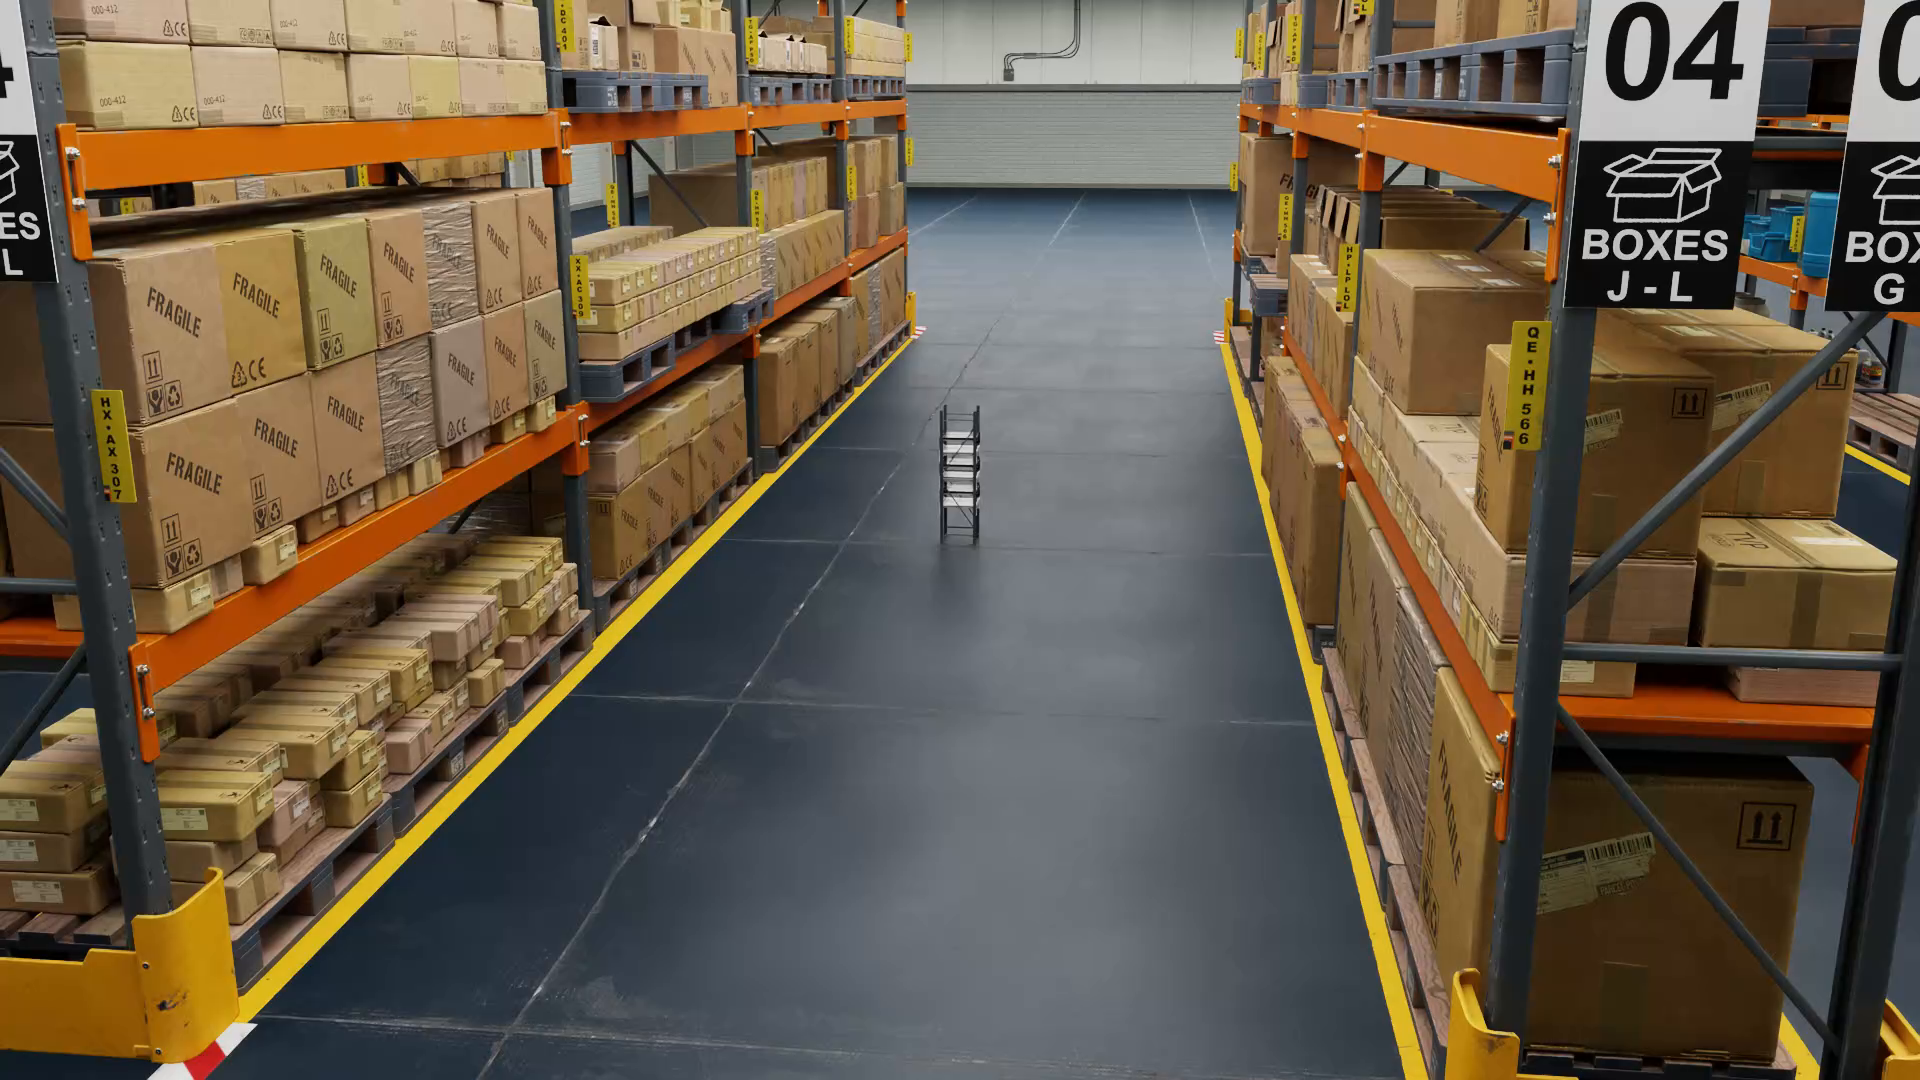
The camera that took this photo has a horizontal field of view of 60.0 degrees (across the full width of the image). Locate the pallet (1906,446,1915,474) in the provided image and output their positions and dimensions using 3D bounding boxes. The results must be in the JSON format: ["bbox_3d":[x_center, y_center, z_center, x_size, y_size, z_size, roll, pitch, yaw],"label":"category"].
[{"bbox_3d":[7.912,-0.474,12.512,1.003,0.211,1.213,2,15,6],"label":"pallet"}]

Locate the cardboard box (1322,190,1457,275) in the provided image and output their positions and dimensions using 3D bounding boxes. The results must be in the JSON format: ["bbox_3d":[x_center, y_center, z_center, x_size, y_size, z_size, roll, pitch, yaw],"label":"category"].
[{"bbox_3d":[2.690,-1.941,10.481,0.797,0.503,0.637,2,15,8],"label":"cardboard box"}]

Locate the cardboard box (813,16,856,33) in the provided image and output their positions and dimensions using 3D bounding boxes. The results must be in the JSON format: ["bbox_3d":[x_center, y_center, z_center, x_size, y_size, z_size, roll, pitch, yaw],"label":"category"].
[{"bbox_3d":[-1.222,-5.023,16.204,0.380,0.149,0.250,2,15,7],"label":"cardboard box"}]

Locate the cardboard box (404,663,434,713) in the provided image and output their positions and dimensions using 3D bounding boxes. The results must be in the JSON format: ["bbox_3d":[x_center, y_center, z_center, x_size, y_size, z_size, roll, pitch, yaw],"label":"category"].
[{"bbox_3d":[-2.512,0.626,7.189,0.380,0.149,0.250,2,15,9],"label":"cardboard box"}]

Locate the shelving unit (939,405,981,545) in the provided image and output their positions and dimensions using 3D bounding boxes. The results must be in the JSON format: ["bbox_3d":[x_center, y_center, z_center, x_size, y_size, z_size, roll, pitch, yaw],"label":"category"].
[{"bbox_3d":[-0.001,-0.432,11.037,0.258,0.900,0.210,2,15,6],"label":"shelving unit"}]

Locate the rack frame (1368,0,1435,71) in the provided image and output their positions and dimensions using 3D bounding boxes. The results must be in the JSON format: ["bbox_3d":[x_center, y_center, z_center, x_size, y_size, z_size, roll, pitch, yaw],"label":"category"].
[{"bbox_3d":[2.413,-3.625,7.329,1.000,3.000,0.127,2,15,6],"label":"rack frame"}]

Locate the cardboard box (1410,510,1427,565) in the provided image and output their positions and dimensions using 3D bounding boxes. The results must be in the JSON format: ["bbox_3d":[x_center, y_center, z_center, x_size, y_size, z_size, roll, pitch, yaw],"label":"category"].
[{"bbox_3d":[1.817,-0.005,5.914,0.380,0.149,0.250,2,15,6],"label":"cardboard box"}]

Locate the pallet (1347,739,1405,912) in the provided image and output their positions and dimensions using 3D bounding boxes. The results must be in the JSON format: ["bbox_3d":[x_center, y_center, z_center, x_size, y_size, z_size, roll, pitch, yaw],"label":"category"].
[{"bbox_3d":[2.114,1.129,6.582,1.003,0.211,1.213,2,15,6],"label":"pallet"}]

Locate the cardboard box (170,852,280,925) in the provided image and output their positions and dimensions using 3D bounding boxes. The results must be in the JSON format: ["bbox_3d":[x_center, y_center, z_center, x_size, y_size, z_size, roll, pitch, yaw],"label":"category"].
[{"bbox_3d":[-2.578,1.183,5.698,0.380,0.149,0.250,2,15,7],"label":"cardboard box"}]

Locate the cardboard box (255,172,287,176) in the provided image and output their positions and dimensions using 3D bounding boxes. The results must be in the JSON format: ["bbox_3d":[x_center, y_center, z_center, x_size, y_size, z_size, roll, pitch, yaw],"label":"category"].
[{"bbox_3d":[-6.431,-3.426,15.278,0.380,0.149,0.250,1,15,4],"label":"cardboard box"}]

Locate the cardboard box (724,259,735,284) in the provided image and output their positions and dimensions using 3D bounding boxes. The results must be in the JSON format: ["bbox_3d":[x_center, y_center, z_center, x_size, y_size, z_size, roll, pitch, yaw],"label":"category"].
[{"bbox_3d":[-1.740,-1.820,11.253,0.380,0.149,0.250,2,15,6],"label":"cardboard box"}]

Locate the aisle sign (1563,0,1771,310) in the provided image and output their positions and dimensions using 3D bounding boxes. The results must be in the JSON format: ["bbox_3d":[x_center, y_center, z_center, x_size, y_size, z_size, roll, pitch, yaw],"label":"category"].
[{"bbox_3d":[1.656,-0.937,3.900,0.394,0.787,0.004,2,15,6],"label":"aisle sign"}]

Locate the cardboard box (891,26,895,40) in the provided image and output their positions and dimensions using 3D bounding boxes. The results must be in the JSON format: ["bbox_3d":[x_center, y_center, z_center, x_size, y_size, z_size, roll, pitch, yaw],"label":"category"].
[{"bbox_3d":[-0.937,-5.681,18.635,0.380,0.149,0.250,2,15,7],"label":"cardboard box"}]

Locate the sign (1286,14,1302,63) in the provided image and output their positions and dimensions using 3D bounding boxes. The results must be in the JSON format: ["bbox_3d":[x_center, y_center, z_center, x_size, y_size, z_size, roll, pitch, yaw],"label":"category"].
[{"bbox_3d":[2.326,-3.481,11.551,0.100,0.325,0.005,2,15,6],"label":"sign"}]

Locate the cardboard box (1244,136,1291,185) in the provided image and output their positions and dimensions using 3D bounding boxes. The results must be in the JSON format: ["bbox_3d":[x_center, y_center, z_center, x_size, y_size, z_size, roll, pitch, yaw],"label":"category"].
[{"bbox_3d":[3.266,-3.992,17.503,0.500,0.500,0.500,2,15,6],"label":"cardboard box"}]

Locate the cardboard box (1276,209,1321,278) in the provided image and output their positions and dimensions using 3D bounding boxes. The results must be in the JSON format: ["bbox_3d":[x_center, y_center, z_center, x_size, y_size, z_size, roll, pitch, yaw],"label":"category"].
[{"bbox_3d":[2.849,-2.307,12.950,0.700,0.500,0.500,4,16,15],"label":"cardboard box"}]

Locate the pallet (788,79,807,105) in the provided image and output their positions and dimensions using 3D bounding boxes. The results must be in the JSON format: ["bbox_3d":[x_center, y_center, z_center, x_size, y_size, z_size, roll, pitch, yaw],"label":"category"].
[{"bbox_3d":[-1.909,-3.754,13.916,1.003,0.211,1.213,2,15,9],"label":"pallet"}]

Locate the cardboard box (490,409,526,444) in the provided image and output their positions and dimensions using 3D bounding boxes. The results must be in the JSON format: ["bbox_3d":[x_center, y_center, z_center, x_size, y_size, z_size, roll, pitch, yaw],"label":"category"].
[{"bbox_3d":[-2.314,-0.562,7.974,0.380,0.149,0.250,2,15,8],"label":"cardboard box"}]

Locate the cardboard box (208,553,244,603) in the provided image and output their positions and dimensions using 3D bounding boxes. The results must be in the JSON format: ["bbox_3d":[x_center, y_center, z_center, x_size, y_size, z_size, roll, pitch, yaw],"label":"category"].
[{"bbox_3d":[-2.605,0.116,5.469,0.380,0.149,0.250,2,15,8],"label":"cardboard box"}]

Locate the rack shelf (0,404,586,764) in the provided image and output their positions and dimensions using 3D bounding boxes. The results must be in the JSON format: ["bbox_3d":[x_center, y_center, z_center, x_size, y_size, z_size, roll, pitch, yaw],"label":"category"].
[{"bbox_3d":[-2.729,-0.036,6.925,1.077,0.370,4.000,2,15,6],"label":"rack shelf"}]

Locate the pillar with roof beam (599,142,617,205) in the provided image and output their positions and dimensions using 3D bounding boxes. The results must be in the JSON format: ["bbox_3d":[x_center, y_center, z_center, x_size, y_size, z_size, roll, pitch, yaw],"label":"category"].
[{"bbox_3d":[-5.000,-13.118,42.437,9.100,9.000,0.400,2,15,6],"label":"pillar with roof beam"}]

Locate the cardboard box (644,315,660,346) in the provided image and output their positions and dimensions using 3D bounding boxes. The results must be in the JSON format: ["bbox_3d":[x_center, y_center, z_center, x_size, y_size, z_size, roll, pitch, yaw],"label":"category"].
[{"bbox_3d":[-1.945,-1.208,9.561,0.380,0.149,0.250,2,15,7],"label":"cardboard box"}]

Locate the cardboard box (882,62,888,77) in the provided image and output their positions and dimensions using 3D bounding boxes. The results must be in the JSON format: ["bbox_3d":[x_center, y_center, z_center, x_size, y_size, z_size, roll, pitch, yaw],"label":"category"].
[{"bbox_3d":[-0.994,-5.166,18.258,0.380,0.149,0.250,2,15,7],"label":"cardboard box"}]

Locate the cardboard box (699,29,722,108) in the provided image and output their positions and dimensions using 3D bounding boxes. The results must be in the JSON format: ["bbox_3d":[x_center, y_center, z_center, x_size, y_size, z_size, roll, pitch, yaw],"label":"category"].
[{"bbox_3d":[-1.908,-3.150,11.125,0.500,0.500,0.500,2,15,6],"label":"cardboard box"}]

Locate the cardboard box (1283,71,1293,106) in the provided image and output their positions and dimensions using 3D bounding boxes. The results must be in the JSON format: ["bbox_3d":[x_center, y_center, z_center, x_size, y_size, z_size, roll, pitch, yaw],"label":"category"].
[{"bbox_3d":[2.717,-3.402,12.537,0.500,0.250,0.500,2,15,6],"label":"cardboard box"}]

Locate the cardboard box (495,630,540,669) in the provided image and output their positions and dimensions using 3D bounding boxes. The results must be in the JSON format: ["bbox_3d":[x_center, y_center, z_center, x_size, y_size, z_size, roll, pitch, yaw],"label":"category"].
[{"bbox_3d":[-2.288,0.519,8.153,0.380,0.149,0.250,1,15,4],"label":"cardboard box"}]

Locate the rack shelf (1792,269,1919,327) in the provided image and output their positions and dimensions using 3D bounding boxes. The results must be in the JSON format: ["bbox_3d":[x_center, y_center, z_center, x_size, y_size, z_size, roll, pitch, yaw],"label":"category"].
[{"bbox_3d":[8.011,-1.792,13.422,1.077,0.370,4.000,2,15,6],"label":"rack shelf"}]

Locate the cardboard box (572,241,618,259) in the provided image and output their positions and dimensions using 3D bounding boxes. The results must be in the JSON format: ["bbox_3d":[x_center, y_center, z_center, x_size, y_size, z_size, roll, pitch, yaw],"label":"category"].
[{"bbox_3d":[-2.444,-1.852,10.803,0.380,0.149,0.250,2,15,8],"label":"cardboard box"}]

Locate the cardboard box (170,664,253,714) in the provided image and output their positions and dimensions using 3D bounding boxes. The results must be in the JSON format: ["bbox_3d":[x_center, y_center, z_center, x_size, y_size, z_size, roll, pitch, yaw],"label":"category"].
[{"bbox_3d":[-3.092,0.606,6.690,0.380,0.149,0.250,2,15,8],"label":"cardboard box"}]

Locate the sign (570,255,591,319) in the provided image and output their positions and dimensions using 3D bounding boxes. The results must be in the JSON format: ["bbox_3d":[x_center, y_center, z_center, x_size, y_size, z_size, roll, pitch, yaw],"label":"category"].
[{"bbox_3d":[-1.964,-1.305,8.585,0.100,0.325,0.005,2,15,6],"label":"sign"}]

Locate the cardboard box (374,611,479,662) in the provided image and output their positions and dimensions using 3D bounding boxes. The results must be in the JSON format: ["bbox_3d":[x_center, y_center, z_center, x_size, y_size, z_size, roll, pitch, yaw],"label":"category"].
[{"bbox_3d":[-2.359,0.425,7.360,0.380,0.149,0.250,1,15,4],"label":"cardboard box"}]

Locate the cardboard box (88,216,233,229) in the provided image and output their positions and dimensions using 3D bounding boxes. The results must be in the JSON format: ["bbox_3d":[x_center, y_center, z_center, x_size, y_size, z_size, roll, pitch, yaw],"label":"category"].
[{"bbox_3d":[-3.044,-0.931,6.182,0.500,0.500,0.500,2,15,9],"label":"cardboard box"}]

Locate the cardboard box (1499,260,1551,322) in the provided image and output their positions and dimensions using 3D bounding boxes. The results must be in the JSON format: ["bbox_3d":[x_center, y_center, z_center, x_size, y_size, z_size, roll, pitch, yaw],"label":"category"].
[{"bbox_3d":[2.566,-0.905,7.045,0.500,0.500,0.500,2,15,7],"label":"cardboard box"}]

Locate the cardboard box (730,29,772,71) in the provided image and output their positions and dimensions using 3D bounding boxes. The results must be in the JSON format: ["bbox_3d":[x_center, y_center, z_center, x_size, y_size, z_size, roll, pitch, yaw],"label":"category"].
[{"bbox_3d":[-1.752,-3.776,12.809,0.500,0.311,0.500,2,15,6],"label":"cardboard box"}]

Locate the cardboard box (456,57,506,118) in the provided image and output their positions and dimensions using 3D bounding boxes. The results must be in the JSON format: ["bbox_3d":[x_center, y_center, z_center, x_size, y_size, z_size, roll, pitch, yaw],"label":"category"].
[{"bbox_3d":[-2.359,-2.013,7.400,0.500,0.250,0.500,2,15,6],"label":"cardboard box"}]

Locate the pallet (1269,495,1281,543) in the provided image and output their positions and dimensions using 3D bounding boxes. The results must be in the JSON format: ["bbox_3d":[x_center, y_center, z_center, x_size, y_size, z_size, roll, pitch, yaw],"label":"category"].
[{"bbox_3d":[2.701,-0.218,11.565,1.003,0.211,1.213,2,15,6],"label":"pallet"}]

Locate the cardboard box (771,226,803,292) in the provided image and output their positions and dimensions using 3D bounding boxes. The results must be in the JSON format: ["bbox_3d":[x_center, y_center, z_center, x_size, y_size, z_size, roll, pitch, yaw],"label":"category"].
[{"bbox_3d":[-1.622,-2.358,13.946,0.500,0.500,0.500,2,15,6],"label":"cardboard box"}]

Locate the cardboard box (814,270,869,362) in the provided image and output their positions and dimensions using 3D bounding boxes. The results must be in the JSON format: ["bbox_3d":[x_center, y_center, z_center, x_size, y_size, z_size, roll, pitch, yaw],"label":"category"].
[{"bbox_3d":[-1.461,-2.314,17.241,0.875,0.875,0.875,2,15,7],"label":"cardboard box"}]

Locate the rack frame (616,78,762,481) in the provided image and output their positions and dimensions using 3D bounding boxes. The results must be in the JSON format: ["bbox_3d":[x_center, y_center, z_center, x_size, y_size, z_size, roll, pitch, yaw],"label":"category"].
[{"bbox_3d":[-2.052,-1.939,12.586,1.000,3.000,0.127,2,15,6],"label":"rack frame"}]

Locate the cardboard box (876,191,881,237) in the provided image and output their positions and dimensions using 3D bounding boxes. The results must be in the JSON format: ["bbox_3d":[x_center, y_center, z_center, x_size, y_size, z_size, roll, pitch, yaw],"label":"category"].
[{"bbox_3d":[-1.375,-3.704,18.826,0.875,0.550,0.550,2,15,6],"label":"cardboard box"}]

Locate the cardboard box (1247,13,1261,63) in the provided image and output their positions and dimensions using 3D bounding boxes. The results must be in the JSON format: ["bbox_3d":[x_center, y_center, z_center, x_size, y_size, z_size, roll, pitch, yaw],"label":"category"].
[{"bbox_3d":[3.331,-5.346,17.719,0.500,0.500,0.500,2,15,6],"label":"cardboard box"}]

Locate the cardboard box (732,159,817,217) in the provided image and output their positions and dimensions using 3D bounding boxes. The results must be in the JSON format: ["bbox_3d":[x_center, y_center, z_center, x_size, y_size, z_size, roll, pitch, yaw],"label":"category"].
[{"bbox_3d":[-1.707,-3.245,15.309,0.700,0.500,0.500,1,15,5],"label":"cardboard box"}]

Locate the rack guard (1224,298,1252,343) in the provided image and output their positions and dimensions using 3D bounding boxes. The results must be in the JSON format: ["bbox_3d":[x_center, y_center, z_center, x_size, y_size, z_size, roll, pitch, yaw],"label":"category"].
[{"bbox_3d":[3.759,-2.615,19.876,1.175,0.500,0.348,2,15,6],"label":"rack guard"}]

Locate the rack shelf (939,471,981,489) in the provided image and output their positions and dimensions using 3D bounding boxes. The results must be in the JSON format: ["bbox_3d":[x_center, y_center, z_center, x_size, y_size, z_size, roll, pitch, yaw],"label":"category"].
[{"bbox_3d":[-0.001,-0.400,11.046,0.258,0.077,0.200,2,15,6],"label":"rack shelf"}]

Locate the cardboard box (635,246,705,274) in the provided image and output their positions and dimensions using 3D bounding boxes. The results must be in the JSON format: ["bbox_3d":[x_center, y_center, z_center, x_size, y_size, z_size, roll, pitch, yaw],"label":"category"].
[{"bbox_3d":[-1.831,-1.764,10.477,0.380,0.149,0.250,2,15,8],"label":"cardboard box"}]

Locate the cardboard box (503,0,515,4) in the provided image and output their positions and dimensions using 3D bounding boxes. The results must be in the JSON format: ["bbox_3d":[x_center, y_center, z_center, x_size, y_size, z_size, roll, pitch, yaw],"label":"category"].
[{"bbox_3d":[-2.287,-2.553,7.675,0.380,0.149,0.250,2,15,8],"label":"cardboard box"}]

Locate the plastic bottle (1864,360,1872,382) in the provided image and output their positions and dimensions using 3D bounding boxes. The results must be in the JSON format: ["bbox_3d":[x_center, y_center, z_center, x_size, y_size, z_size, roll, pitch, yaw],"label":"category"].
[{"bbox_3d":[8.720,-1.616,15.909,0.097,0.201,0.097,0,15,0],"label":"plastic bottle"}]

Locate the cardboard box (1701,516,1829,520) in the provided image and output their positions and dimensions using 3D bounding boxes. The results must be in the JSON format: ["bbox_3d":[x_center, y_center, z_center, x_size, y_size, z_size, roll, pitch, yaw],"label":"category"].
[{"bbox_3d":[2.336,-0.015,5.187,0.500,0.250,0.500,2,15,6],"label":"cardboard box"}]

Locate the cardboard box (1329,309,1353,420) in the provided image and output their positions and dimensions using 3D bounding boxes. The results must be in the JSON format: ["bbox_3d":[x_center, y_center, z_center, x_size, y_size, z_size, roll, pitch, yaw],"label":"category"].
[{"bbox_3d":[2.195,-0.907,8.578,0.500,0.500,0.500,2,15,6],"label":"cardboard box"}]

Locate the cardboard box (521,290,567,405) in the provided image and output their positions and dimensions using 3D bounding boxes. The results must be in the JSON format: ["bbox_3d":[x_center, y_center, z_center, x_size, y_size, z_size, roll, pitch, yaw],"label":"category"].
[{"bbox_3d":[-2.278,-0.960,8.203,0.500,0.500,0.500,2,15,6],"label":"cardboard box"}]

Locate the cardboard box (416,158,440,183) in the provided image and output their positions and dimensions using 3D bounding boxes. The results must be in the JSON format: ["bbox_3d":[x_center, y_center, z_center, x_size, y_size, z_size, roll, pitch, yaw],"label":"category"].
[{"bbox_3d":[-6.103,-4.139,18.047,0.700,0.500,0.500,1,15,5],"label":"cardboard box"}]

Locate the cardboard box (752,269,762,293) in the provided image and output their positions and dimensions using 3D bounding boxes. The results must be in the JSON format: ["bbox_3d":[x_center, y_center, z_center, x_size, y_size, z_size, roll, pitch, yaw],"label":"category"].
[{"bbox_3d":[-1.651,-1.879,12.041,0.380,0.149,0.250,2,15,7],"label":"cardboard box"}]

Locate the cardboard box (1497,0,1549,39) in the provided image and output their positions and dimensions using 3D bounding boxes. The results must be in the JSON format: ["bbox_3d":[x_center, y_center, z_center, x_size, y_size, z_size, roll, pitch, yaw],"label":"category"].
[{"bbox_3d":[2.161,-1.853,5.336,0.700,0.500,0.500,1,15,2],"label":"cardboard box"}]

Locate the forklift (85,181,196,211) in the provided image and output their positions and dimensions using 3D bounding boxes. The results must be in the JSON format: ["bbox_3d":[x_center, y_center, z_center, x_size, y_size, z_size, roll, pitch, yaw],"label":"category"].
[{"bbox_3d":[-5.399,-1.342,10.509,1.130,2.935,3.031,-12,19,-38],"label":"forklift"}]

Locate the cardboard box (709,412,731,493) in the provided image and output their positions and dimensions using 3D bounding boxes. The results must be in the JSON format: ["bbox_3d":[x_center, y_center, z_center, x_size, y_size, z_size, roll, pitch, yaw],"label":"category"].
[{"bbox_3d":[-1.929,-0.622,11.700,0.500,0.500,0.500,2,15,9],"label":"cardboard box"}]

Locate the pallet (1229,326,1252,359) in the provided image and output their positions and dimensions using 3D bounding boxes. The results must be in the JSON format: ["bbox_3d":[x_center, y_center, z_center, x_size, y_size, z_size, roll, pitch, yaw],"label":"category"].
[{"bbox_3d":[3.632,-2.266,19.138,1.003,0.211,1.213,2,15,6],"label":"pallet"}]
